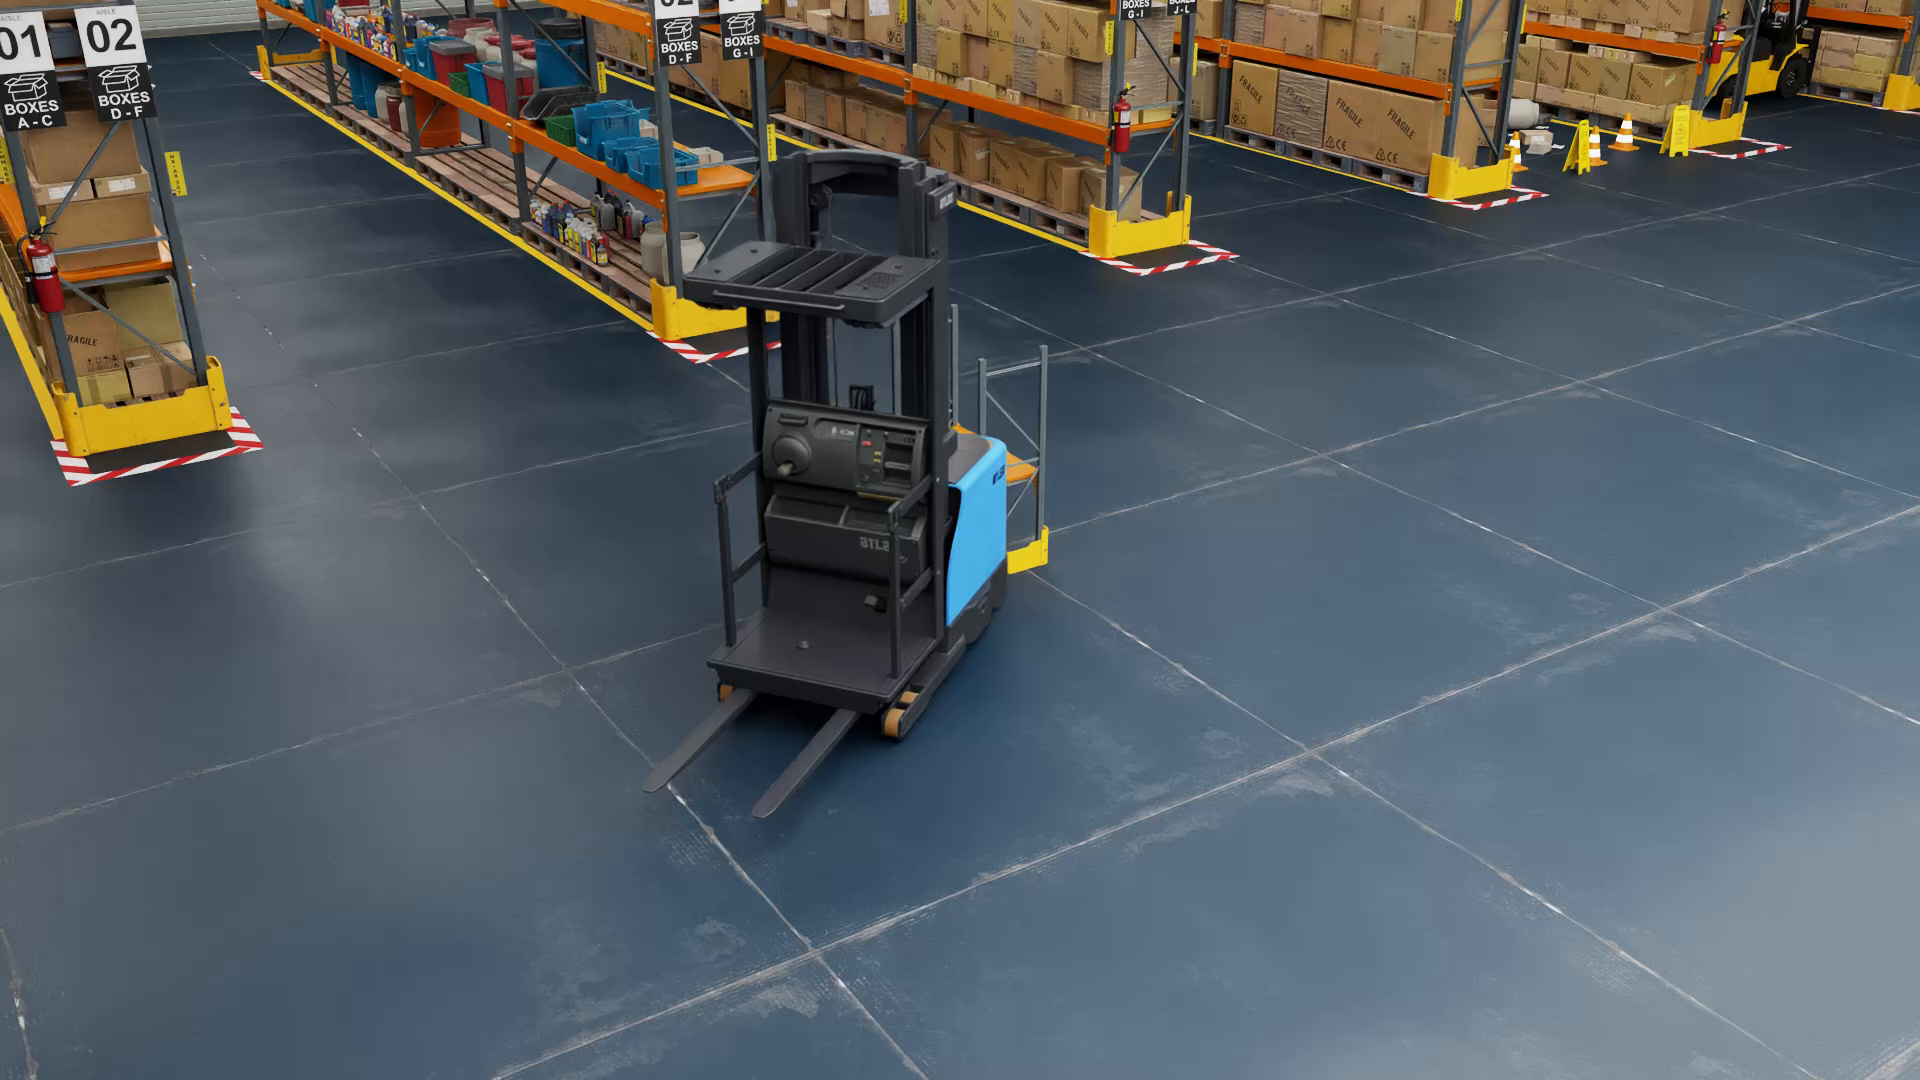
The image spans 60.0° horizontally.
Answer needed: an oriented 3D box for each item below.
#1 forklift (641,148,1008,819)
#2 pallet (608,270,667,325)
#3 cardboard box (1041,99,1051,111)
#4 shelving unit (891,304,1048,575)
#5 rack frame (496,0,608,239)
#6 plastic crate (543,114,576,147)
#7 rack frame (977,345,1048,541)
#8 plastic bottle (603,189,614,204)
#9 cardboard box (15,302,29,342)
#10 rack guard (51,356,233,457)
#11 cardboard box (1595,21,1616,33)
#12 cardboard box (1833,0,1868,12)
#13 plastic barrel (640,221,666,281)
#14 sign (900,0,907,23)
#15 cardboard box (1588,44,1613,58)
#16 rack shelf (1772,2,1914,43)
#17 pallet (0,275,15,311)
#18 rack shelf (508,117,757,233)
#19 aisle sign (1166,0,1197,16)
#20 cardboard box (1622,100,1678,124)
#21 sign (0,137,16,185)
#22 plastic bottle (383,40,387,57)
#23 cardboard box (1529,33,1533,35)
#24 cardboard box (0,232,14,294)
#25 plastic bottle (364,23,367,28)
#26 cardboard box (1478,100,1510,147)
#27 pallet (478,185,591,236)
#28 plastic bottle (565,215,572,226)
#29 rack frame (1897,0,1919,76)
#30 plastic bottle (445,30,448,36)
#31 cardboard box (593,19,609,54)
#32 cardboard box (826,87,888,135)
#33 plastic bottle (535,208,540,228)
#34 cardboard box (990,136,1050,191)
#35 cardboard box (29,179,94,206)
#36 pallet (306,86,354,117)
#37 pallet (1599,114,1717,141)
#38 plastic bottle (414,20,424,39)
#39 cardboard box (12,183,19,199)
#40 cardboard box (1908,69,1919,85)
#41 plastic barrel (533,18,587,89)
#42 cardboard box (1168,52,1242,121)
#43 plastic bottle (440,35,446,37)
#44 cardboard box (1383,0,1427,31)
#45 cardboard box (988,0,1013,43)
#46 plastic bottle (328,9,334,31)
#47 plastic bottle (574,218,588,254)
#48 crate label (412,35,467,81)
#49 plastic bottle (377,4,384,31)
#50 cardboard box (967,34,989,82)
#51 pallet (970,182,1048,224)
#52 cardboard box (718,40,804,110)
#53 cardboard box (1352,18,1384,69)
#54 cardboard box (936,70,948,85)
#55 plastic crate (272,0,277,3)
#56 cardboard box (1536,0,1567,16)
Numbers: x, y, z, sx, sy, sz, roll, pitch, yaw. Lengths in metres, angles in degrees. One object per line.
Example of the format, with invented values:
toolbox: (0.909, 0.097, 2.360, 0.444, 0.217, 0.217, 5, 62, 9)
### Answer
forklift: (-0.706, -0.452, 8.774, 1.130, 2.935, 3.031, 9, 27, 19)
pallet: (-2.696, -2.382, 16.047, 1.003, 0.211, 1.213, -16, 29, -30)
cardboard box: (1.105, -4.788, 18.173, 0.380, 0.149, 0.250, -16, 29, -30)
shelving unit: (0.042, -0.651, 10.872, 0.587, 1.500, 1.083, -16, 29, -30)
rack frame: (-4.359, -4.765, 17.830, 1.000, 3.000, 0.127, -16, 29, -30)
plastic crate: (-3.855, -4.118, 16.708, 0.450, 0.188, 0.662, -16, 29, -30)
rack frame: (0.324, -0.466, 10.480, 0.500, 1.500, 0.032, -16, 29, -30)
plastic bottle: (-3.766, -3.603, 17.956, 0.144, 0.351, 0.185, -16, 30, -31)
cardboard box: (-7.975, -1.962, 14.622, 0.500, 0.250, 0.500, -16, 29, -30)
rack guard: (-6.315, -1.042, 12.873, 1.175, 0.500, 0.348, -16, 29, -30)
cardboard box: (9.137, -7.210, 23.303, 0.380, 0.149, 0.250, -16, 30, -30)
cardboard box: (13.670, -8.304, 25.210, 0.500, 0.500, 0.500, -15, 29, -28)
plastic barrel: (-2.873, -2.796, 16.082, 0.421, 0.512, 0.421, 0, 25, 0)
sign: (-0.673, -6.312, 19.752, 0.100, 0.325, 0.005, -16, 29, -30)
cardboard box: (9.088, -6.904, 23.451, 0.380, 0.149, 0.250, -14, 29, -27)
rack shelf: (13.342, -8.346, 26.259, 1.077, 0.370, 4.000, -16, 29, -30)
pallet: (-8.946, -2.606, 16.522, 1.003, 0.211, 1.213, -16, 29, -30)
rack shelf: (-3.268, -3.724, 16.469, 1.077, 0.370, 4.000, -16, 29, -30)
aisle sign: (2.259, -5.712, 16.791, 0.394, 0.787, 0.004, -16, 29, -30)
cardboard box: (9.597, -5.980, 23.132, 0.500, 0.250, 0.500, -16, 29, -30)
sign: (-6.790, -2.691, 11.802, 0.100, 0.325, 0.005, -16, 29, -30)
plastic bottle: (-7.348, -6.314, 21.344, 0.097, 0.201, 0.097, 0, 25, 0)
cardboard box: (8.641, -7.365, 25.189, 0.500, 0.500, 0.500, -16, 30, -30)
cardboard box: (-8.241, -2.482, 14.844, 0.500, 0.500, 0.500, -16, 29, -30)
plastic bottle: (-7.868, -6.725, 22.119, 0.061, 0.283, 0.133, -16, 29, -30)
cardboard box: (7.197, -5.708, 22.751, 0.637, 0.503, 0.797, 7, 26, 15)
pallet: (-4.821, -3.776, 19.001, 1.003, 0.211, 1.213, -16, 29, -30)
plastic bottle: (-4.052, -3.234, 17.266, 0.097, 0.271, 0.097, 0, 25, 0)
rack frame: (14.434, -7.956, 24.590, 1.000, 3.000, 0.127, -16, 29, -30)
plastic bottle: (-6.649, -6.501, 21.645, 0.061, 0.283, 0.133, -16, 29, -30)
cardboard box: (-5.847, -8.905, 28.596, 0.875, 0.875, 0.875, -16, 29, -30)
cardboard box: (-1.382, -5.787, 22.408, 0.700, 0.500, 0.500, -13, 28, -25)
plastic bottle: (-4.497, -3.446, 17.799, 0.097, 0.201, 0.097, 0, 25, 0)
cardboard box: (0.699, -4.420, 19.535, 0.500, 0.500, 0.500, -19, 31, -34)
cardboard box: (-6.696, -2.612, 12.393, 0.380, 0.149, 0.250, -16, 30, -30)
pallet: (-9.160, -6.620, 25.025, 1.003, 0.211, 1.213, -16, 29, -30)
pallet: (9.822, -5.863, 23.423, 1.003, 0.211, 1.213, -16, 29, -30)
plastic bottle: (-7.265, -6.866, 22.426, 0.152, 0.276, 0.135, -16, 29, -30)
cardboard box: (-7.971, -3.313, 14.637, 0.700, 0.500, 0.500, -16, 30, -30)
cardboard box: (14.330, -7.124, 25.556, 0.500, 0.250, 0.500, -15, 29, -29)
plastic barrel: (-4.316, -5.201, 18.166, 0.600, 0.901, 0.708, -16, 29, -30)
cardboard box: (3.587, -6.413, 23.464, 1.050, 0.750, 0.750, -16, 29, -30)
plastic bottle: (-6.636, -6.334, 21.300, 0.152, 0.276, 0.135, -16, 29, -30)
cardboard box: (5.637, -6.482, 20.026, 0.875, 0.550, 0.550, -16, 29, -30)
cardboard box: (0.652, -5.797, 18.380, 0.500, 0.500, 0.500, -16, 29, -30)
plastic bottle: (-8.811, -7.296, 23.327, 0.061, 0.283, 0.133, -16, 29, -30)
plastic bottle: (-3.830, -3.095, 16.879, 0.144, 0.351, 0.185, -14, 29, -27)
crate label: (-6.227, -5.793, 19.967, 0.502, 0.435, 0.616, -16, 29, -30)
plastic bottle: (-8.071, -7.318, 23.296, 0.144, 0.351, 0.185, -16, 29, -30)
cardboard box: (0.585, -5.581, 19.094, 0.875, 0.500, 0.500, -16, 29, -30)
pallet: (0.857, -3.990, 19.454, 1.003, 0.211, 1.213, -16, 29, -30)
cardboard box: (-2.752, -6.831, 24.203, 1.225, 0.875, 0.875, -17, 30, -32)
cardboard box: (5.425, -6.220, 20.736, 0.875, 0.550, 0.550, -16, 29, -30)
cardboard box: (-0.059, -5.483, 19.646, 0.380, 0.149, 0.250, -16, 29, -30)
plastic crate: (-10.575, -8.423, 25.818, 0.250, 0.136, 0.298, -16, 29, -30)
cardboard box: (8.657, -7.830, 23.856, 0.500, 0.500, 0.500, -16, 30, -30)
